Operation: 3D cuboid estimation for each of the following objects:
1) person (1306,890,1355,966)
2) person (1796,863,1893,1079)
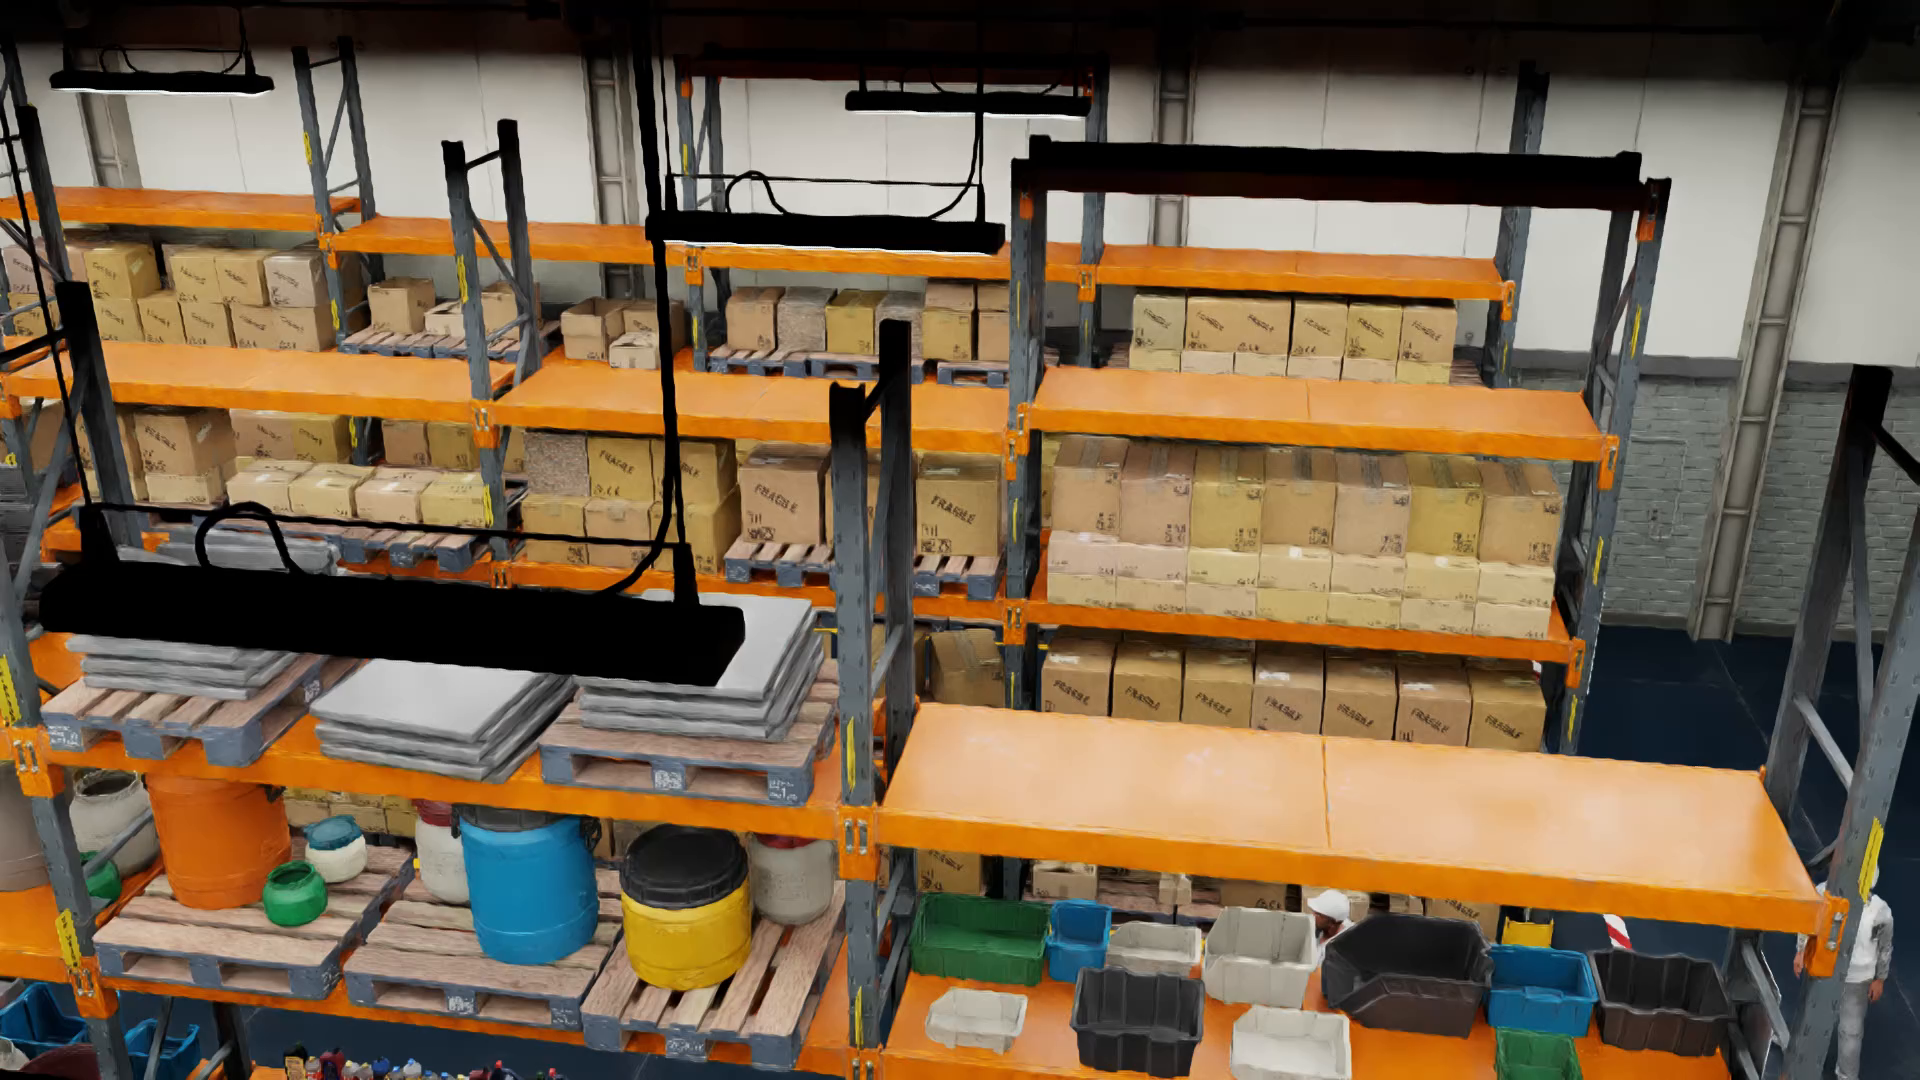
[{"bbox_3d":[2.411,3.062,10.931,1.045,1.736,0.565,4,23,8],"label":"person"},{"bbox_3d":[6.001,2.855,11.281,0.453,1.711,0.608,-19,30,-38],"label":"person"}]
